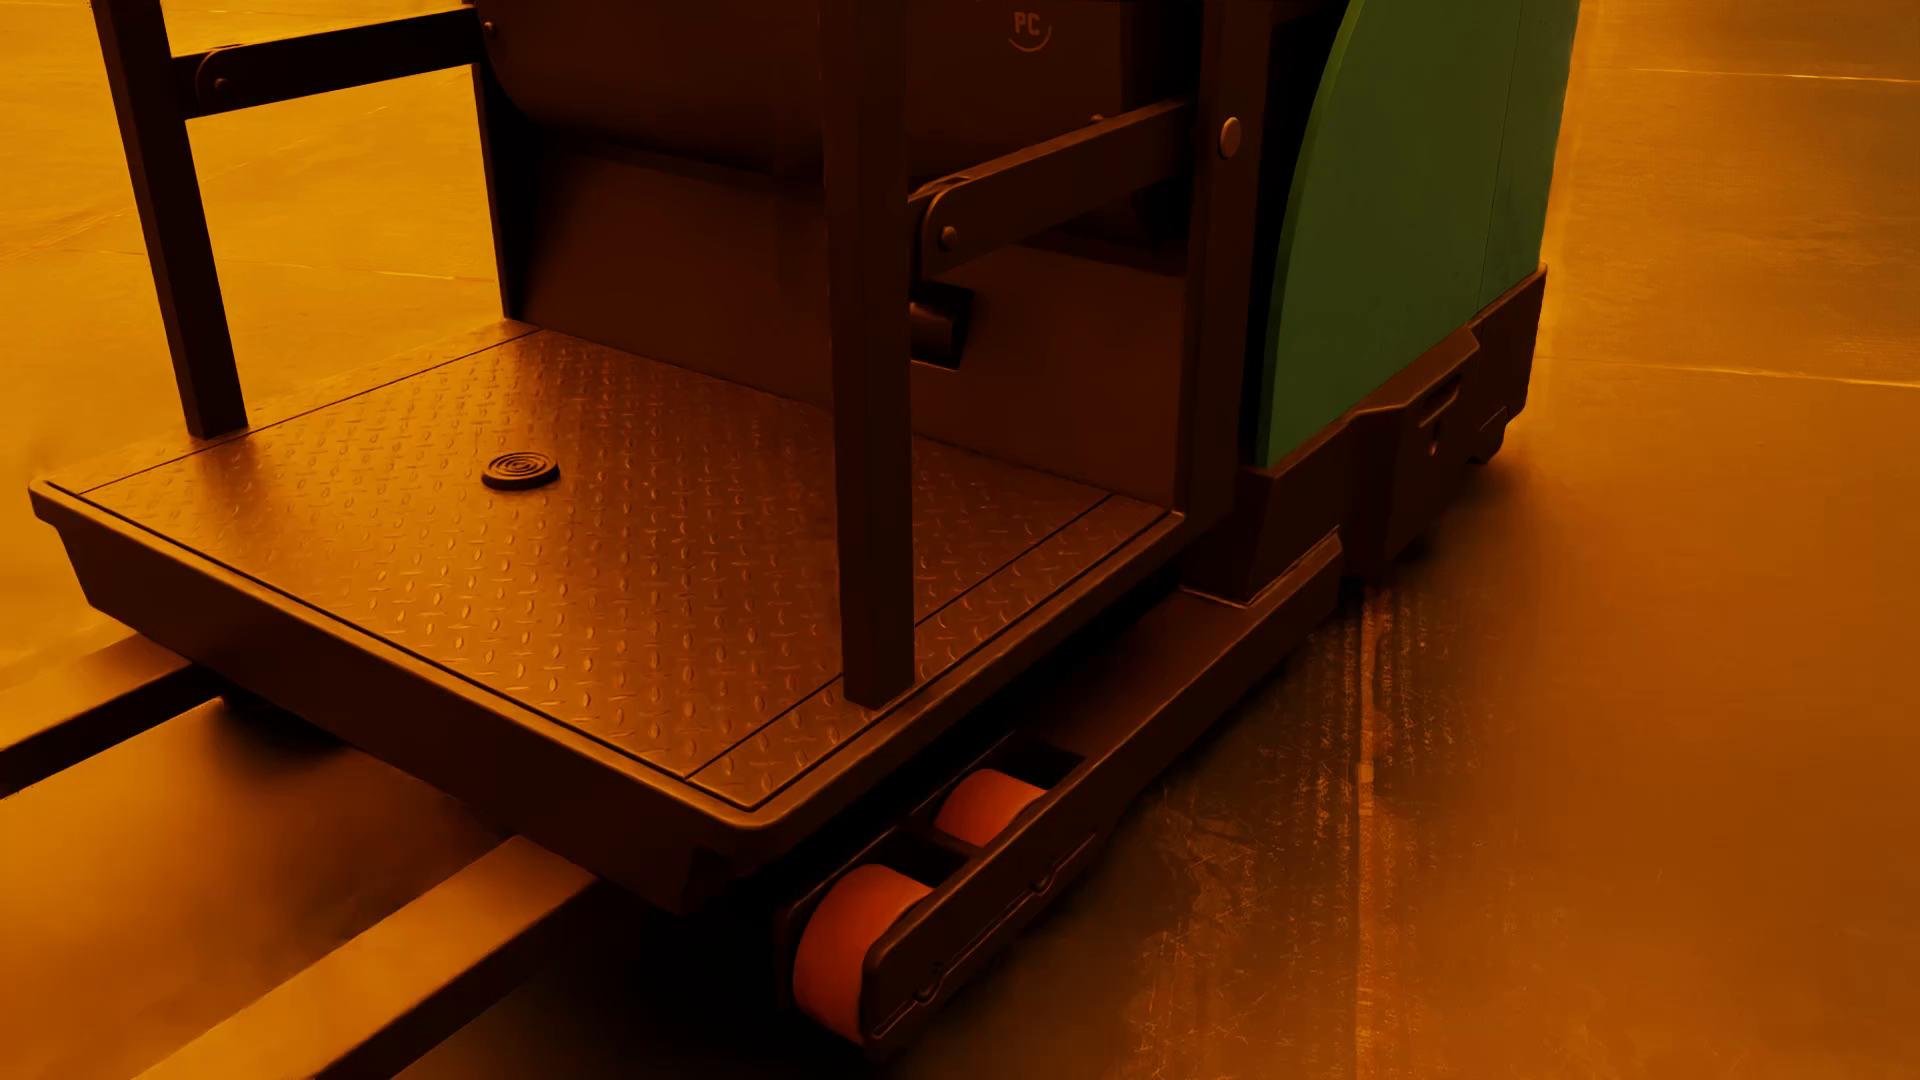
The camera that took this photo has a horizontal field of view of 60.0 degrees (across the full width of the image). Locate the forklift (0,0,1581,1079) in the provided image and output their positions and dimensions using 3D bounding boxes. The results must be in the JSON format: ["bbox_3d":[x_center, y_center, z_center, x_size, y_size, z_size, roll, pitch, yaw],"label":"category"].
[{"bbox_3d":[-0.317,-1.082,1.391,1.130,2.935,3.031,18,32,31],"label":"forklift"}]
